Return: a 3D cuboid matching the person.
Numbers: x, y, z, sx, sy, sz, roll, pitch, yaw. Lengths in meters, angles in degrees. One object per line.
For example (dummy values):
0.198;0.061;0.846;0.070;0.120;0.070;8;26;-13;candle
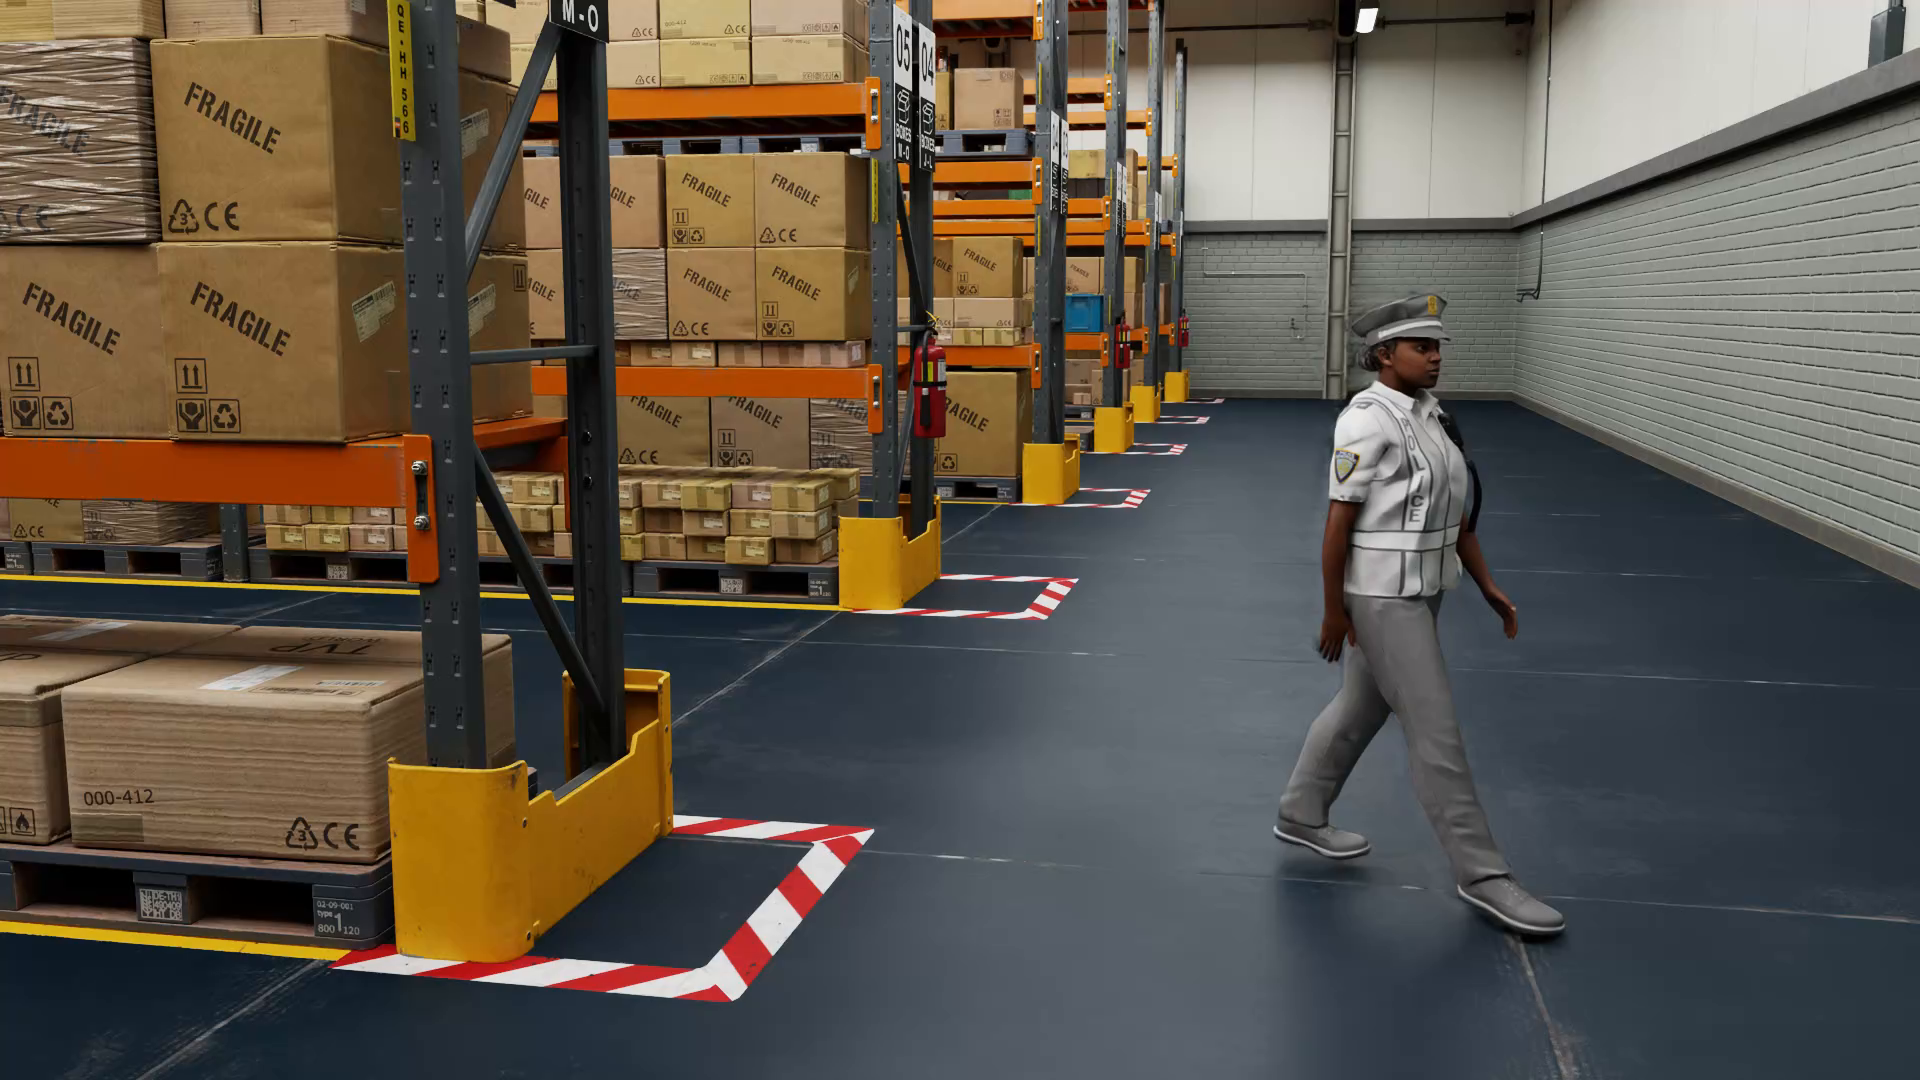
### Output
1.287;0.152;4.582;0.924;1.653;0.458;7;11;40;person
